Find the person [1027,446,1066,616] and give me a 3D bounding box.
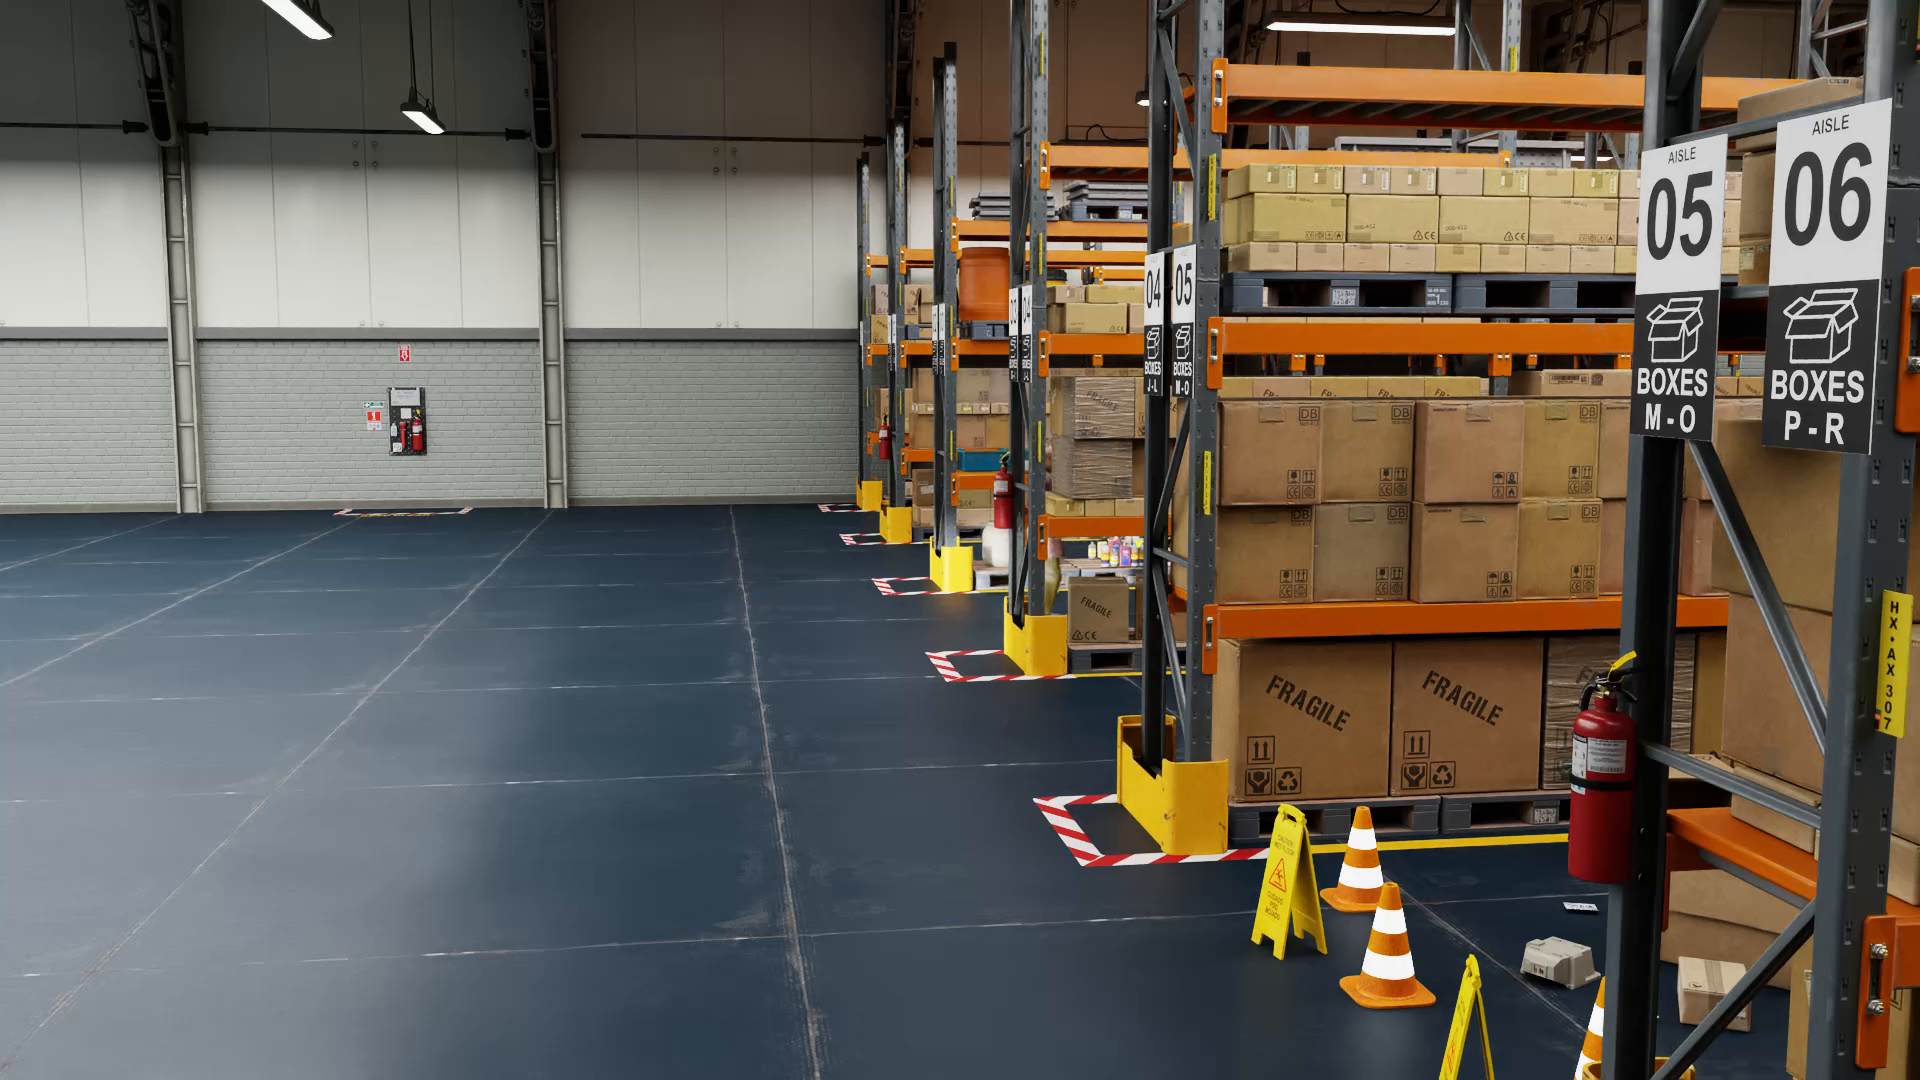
[{"bbox_3d":[0.841,-0.045,16.371,0.390,1.745,0.579,-1,6,-7],"label":"person"}]
